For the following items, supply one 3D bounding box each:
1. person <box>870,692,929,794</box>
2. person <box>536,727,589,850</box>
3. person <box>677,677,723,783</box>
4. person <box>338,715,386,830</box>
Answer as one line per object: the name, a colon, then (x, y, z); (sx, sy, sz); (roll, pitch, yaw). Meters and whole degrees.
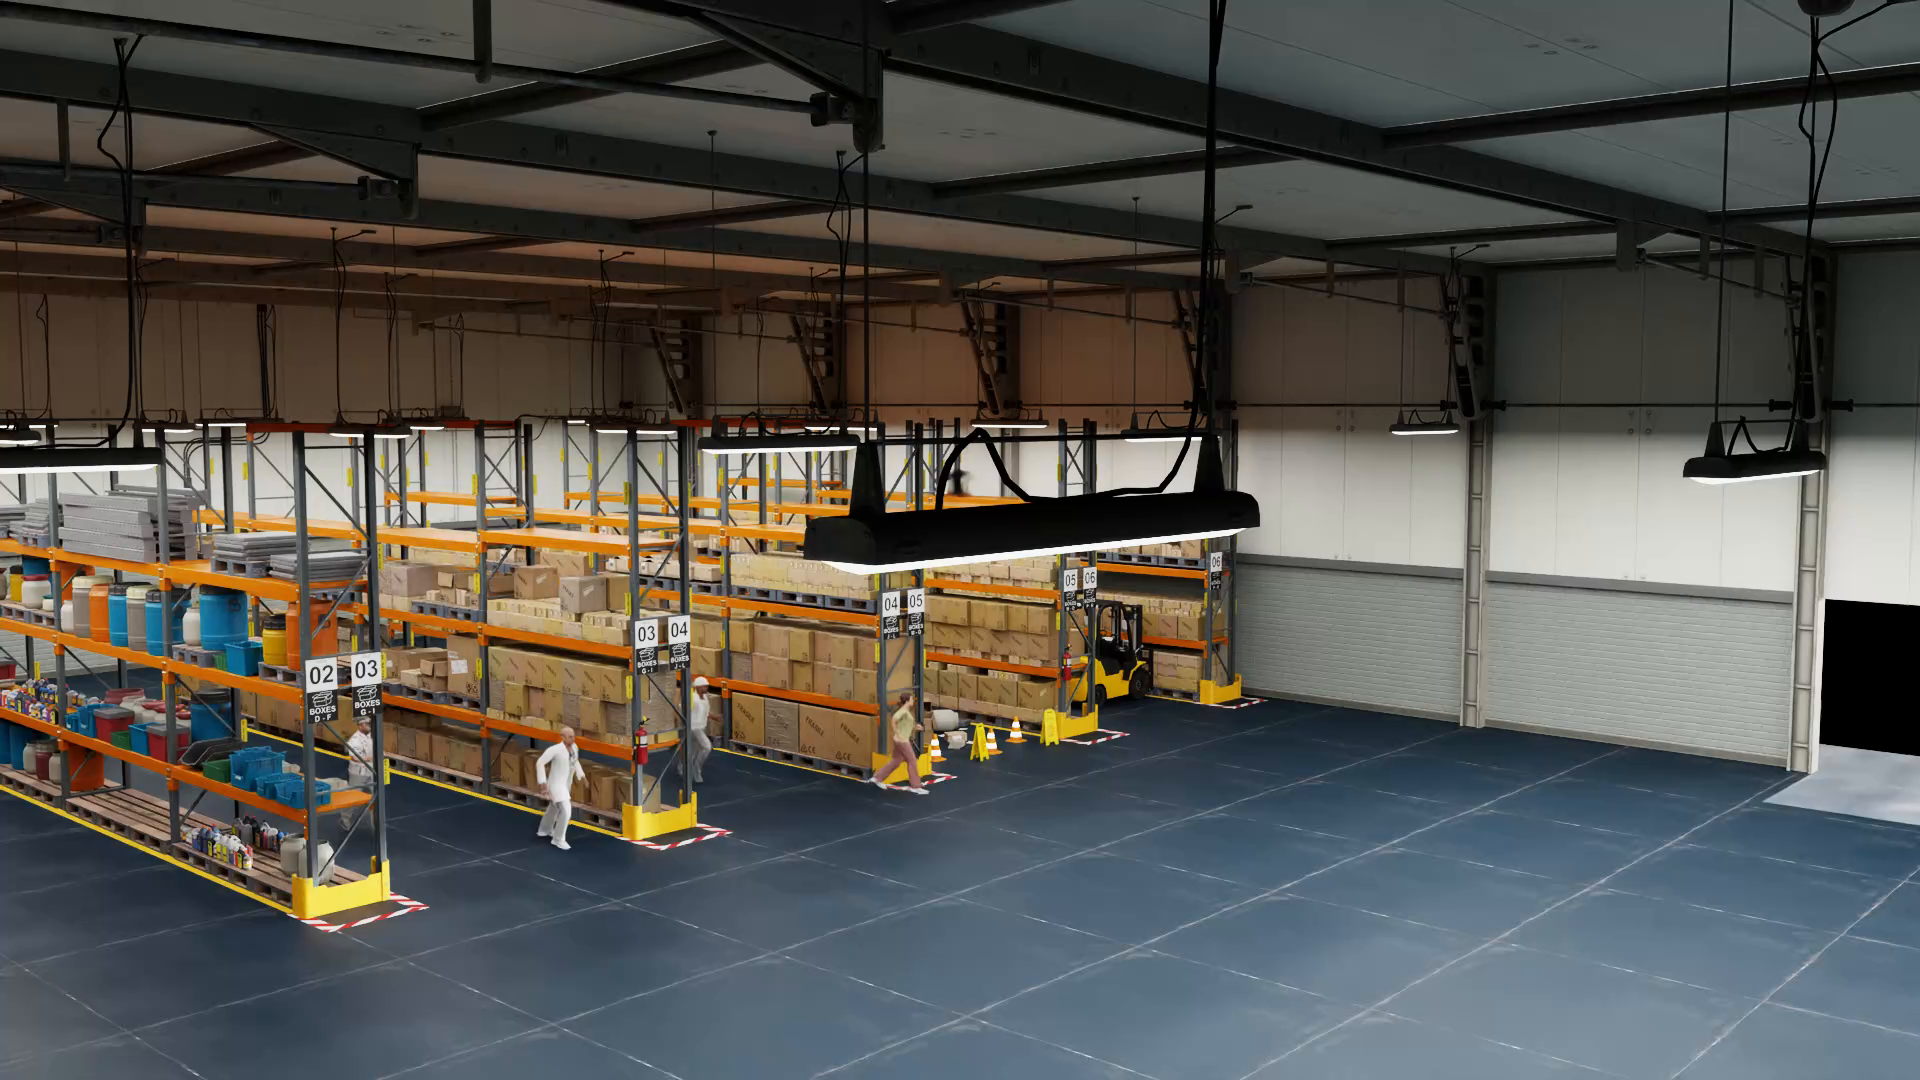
person: (-0.979, 3.292, 26.964); (0.955, 1.666, 0.545); (0, 5, -6)
person: (-5.783, 3.529, 23.886); (0.852, 1.735, 0.769); (1, 5, 16)
person: (-4.420, 3.194, 27.966); (0.819, 1.799, 0.615); (1, 5, 15)
person: (-8.769, 3.458, 24.425); (0.875, 1.845, 0.609); (2, 5, 26)
